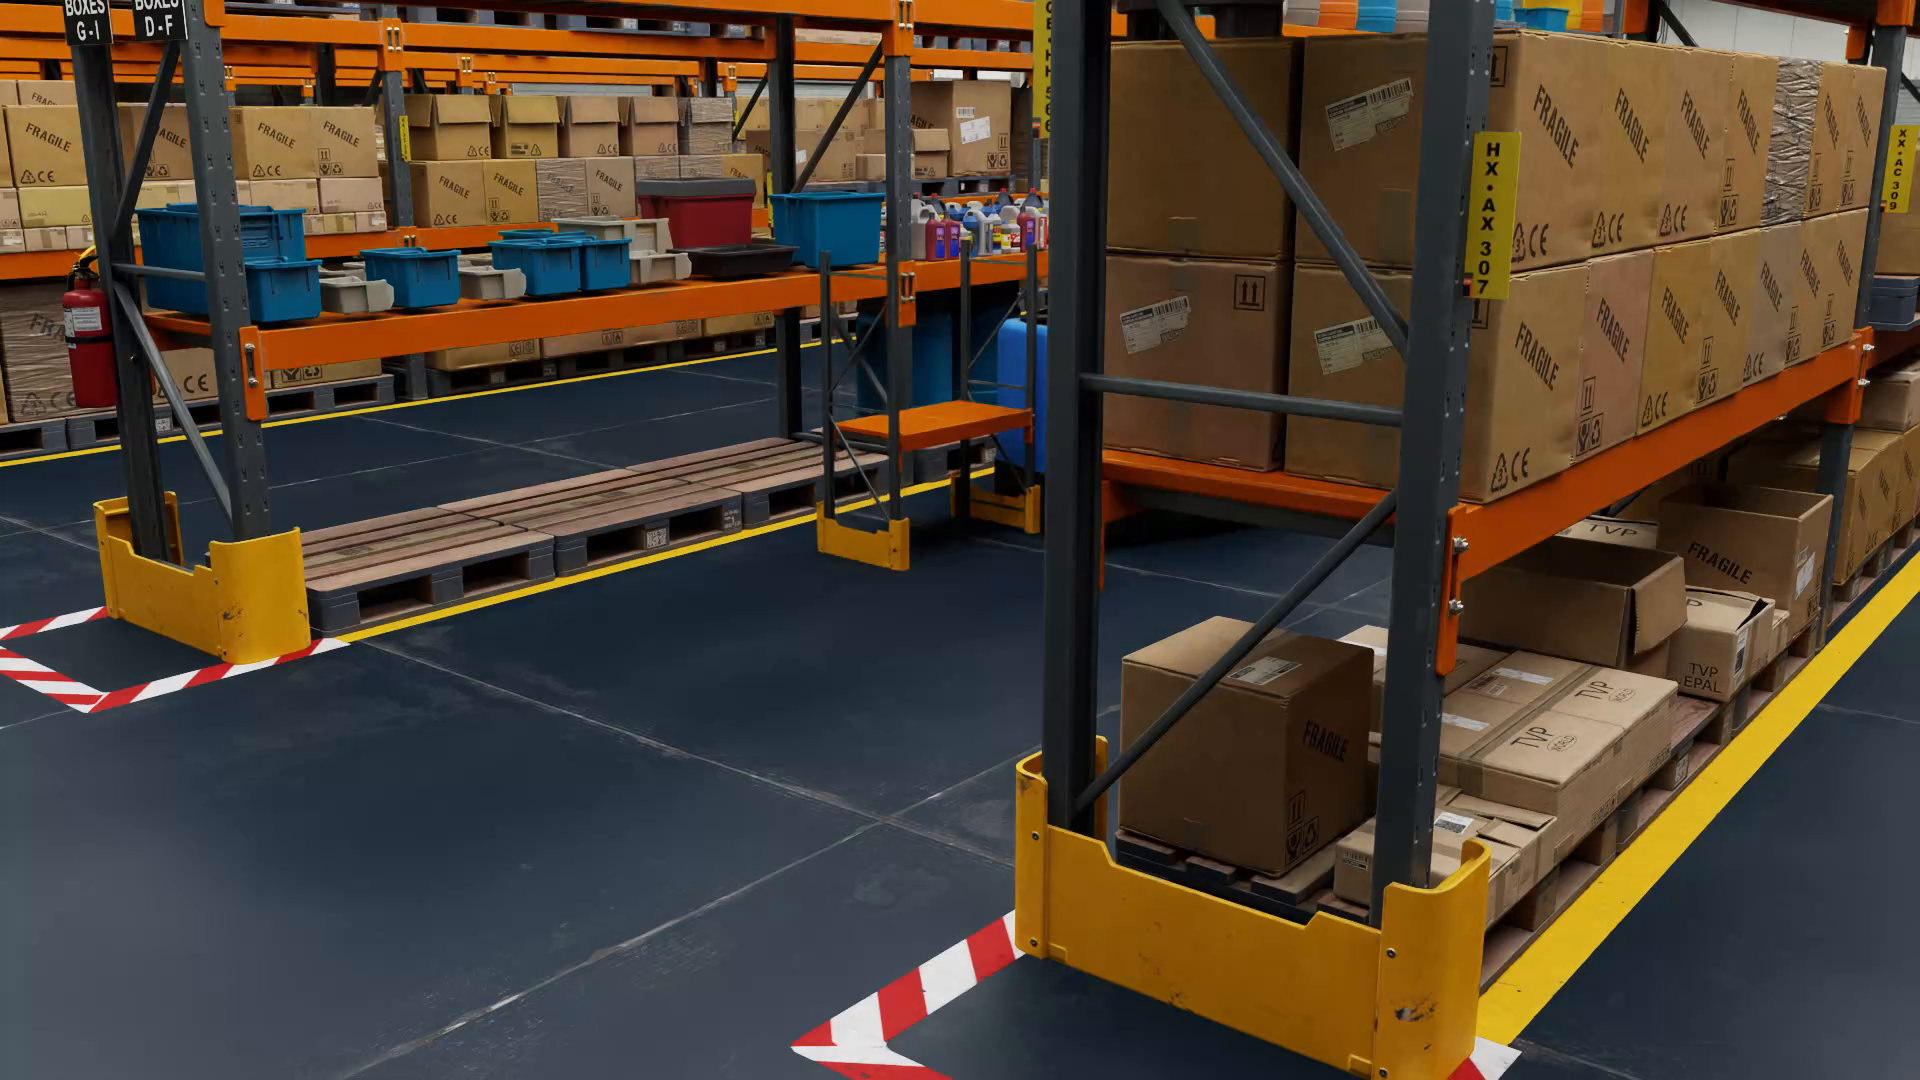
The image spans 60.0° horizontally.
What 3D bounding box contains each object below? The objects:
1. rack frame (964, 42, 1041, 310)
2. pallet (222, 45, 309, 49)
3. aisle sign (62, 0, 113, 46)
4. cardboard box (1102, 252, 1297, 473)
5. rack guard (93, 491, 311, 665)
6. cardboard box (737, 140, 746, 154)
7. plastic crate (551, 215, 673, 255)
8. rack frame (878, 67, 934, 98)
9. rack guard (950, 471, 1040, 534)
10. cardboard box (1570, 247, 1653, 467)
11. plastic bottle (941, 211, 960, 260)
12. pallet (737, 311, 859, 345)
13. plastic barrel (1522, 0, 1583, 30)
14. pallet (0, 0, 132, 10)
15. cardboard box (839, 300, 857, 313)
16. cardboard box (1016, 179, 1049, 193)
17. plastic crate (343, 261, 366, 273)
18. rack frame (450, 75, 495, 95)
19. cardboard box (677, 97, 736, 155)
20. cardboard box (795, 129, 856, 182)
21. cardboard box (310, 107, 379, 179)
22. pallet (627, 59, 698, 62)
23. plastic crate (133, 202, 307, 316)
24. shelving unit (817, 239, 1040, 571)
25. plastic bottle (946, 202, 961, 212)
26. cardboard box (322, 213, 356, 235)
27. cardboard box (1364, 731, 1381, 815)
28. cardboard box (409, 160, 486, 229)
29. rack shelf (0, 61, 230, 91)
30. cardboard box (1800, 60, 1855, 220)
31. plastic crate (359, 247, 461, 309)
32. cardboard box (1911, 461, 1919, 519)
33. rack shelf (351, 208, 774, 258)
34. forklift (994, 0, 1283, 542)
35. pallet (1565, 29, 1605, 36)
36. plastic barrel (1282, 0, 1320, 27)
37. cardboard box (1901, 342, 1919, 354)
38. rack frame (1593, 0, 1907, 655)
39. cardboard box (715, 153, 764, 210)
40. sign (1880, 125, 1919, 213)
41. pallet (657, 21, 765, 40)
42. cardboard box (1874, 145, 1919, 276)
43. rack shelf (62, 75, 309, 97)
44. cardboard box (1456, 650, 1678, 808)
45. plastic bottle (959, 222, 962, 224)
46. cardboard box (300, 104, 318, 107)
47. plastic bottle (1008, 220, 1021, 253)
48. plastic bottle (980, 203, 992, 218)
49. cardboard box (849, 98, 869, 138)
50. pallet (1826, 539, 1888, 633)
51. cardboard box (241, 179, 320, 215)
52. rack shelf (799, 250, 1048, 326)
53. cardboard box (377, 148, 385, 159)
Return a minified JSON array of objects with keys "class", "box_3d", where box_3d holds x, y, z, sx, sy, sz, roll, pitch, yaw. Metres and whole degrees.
[{"class":"rack frame","box_3d":[0.472,-4.141,18.833,1.000,3.000,0.127,11,18,38]},{"class":"pallet","box_3d":[-7.230,-5.060,16.738,1.213,0.211,1.003,11,18,38]},{"class":"aisle sign","box_3d":[-3.490,-2.368,6.574,0.394,0.787,0.004,11,18,38]},{"class":"cardboard box","box_3d":[0.703,-0.486,4.241,0.500,0.500,0.500,12,19,39]},{"class":"rack guard","box_3d":[-3.222,0.141,7.052,1.175,0.500,0.348,11,18,38]},{"class":"cardboard box","box_3d":[-3.099,-5.074,22.198,0.875,0.550,0.550,11,18,38]},{"class":"plastic crate","box_3d":[-1.806,-1.551,8.753,0.437,0.282,0.530,11,18,38]},{"class":"rack frame","box_3d":[-0.808,-5.694,24.946,1.000,3.000,0.127,11,18,38]},{"class":"rack guard","box_3d":[0.185,-0.205,8.923,0.587,0.250,0.087,13,19,40]},{"class":"cardboard box","box_3d":[1.437,-0.502,4.303,0.500,0.500,0.500,11,18,37]},{"class":"plastic bottle","box_3d":[-0.057,-1.816,9.917,0.061,0.283,0.133,11,18,38]},{"class":"pallet","box_3d":[-1.549,-2.173,16.749,1.003,0.211,1.213,11,18,38]},{"class":"plastic barrel","box_3d":[6.221,-5.652,17.450,0.600,0.588,0.600,0,14,0]},{"class":"pallet","box_3d":[-5.845,-3.633,10.918,1.003,0.211,1.213,11,18,38]},{"class":"cardboard box","box_3d":[-1.297,-2.617,17.015,0.700,0.500,0.500,9,17,33]},{"class":"cardboard box","box_3d":[0.841,-4.014,18.843,0.380,0.149,0.250,11,18,38]},{"class":"plastic crate","box_3d":[-2.652,-1.216,7.730,0.396,0.136,0.243,11,18,38]},{"class":"rack frame","box_3d":[-7.236,-5.675,24.870,1.000,3.000,0.127,11,18,38]},{"class":"cardboard box","box_3d":[-2.514,-3.773,15.141,0.797,0.503,0.637,12,19,39]},{"class":"cardboard box","box_3d":[-1.460,-3.859,16.667,0.500,0.500,0.700,-13,19,-41]},{"class":"cardboard box","box_3d":[-4.637,-2.915,12.182,0.500,0.500,0.500,12,19,39]},{"class":"pallet","box_3d":[-3.860,-6.106,20.864,0.805,0.209,1.217,10,18,35]},{"class":"plastic crate","box_3d":[-3.152,-1.216,7.124,0.616,0.435,0.499,11,18,38]},{"class":"shelving unit","box_3d":[-0.148,-0.720,8.411,0.587,1.500,1.083,13,19,40]},{"class":"plastic bottle","box_3d":[-0.076,-2.101,11.051,0.152,0.276,0.135,11,18,38]},{"class":"cardboard box","box_3d":[-4.655,-2.329,12.209,0.380,0.149,0.250,12,18,39]},{"class":"cardboard box","box_3d":[1.108,0.644,4.855,0.380,0.166,0.250,11,18,38]},{"class":"cardboard box","box_3d":[-4.072,-2.707,12.984,0.500,0.500,0.500,11,18,38]},{"class":"rack shelf","box_3d":[-11.007,-5.631,20.066,1.077,0.370,4.000,11,18,38]},{"class":"cardboard box","box_3d":[2.711,-1.373,5.703,0.500,0.500,0.500,11,18,36]},{"class":"plastic crate","box_3d":[-2.392,-1.147,7.265,0.416,0.233,0.300,11,18,38]},{"class":"cardboard box","box_3d":[4.605,-0.427,8.397,0.500,0.500,0.500,10,18,35]},{"class":"rack shelf","box_3d":[-3.299,-2.644,14.399,1.077,0.370,4.000,11,18,38]},{"class":"forklift","box_3d":[1.706,-1.665,9.225,3.031,2.935,1.130,-9,17,-31]},{"class":"pallet","box_3d":[6.243,-5.360,17.921,1.003,0.211,1.213,11,18,38]},{"class":"plastic barrel","box_3d":[2.496,-4.429,12.856,0.600,0.901,0.600,0,14,0]},{"class":"cardboard box","box_3d":[5.224,-0.980,9.049,0.500,0.250,0.500,12,19,40]},{"class":"rack frame","box_3d":[3.147,-1.076,6.765,1.000,3.000,0.127,11,18,38]},{"class":"cardboard box","box_3d":[-2.159,-3.291,15.282,0.500,0.500,0.500,12,19,39]},{"class":"sign","box_3d":[3.574,-1.413,6.334,0.100,0.325,0.005,11,18,38]},{"class":"pallet","box_3d":[-2.405,-4.606,14.954,1.213,0.211,1.003,12,19,40]},{"class":"cardboard box","box_3d":[3.619,-1.384,6.922,0.700,0.500,0.500,5,15,19]},{"class":"rack shelf","box_3d":[-12.356,-7.165,26.102,1.077,0.370,4.000,11,18,38]},{"class":"cardboard box","box_3d":[1.824,0.558,5.025,0.500,0.250,0.500,11,18,38]},{"class":"plastic bottle","box_3d":[0.005,-1.862,10.264,0.097,0.201,0.097,0,14,0]},{"class":"cardboard box","box_3d":[-8.941,-5.976,23.079,0.380,0.149,0.250,10,17,35]},{"class":"plastic bottle","box_3d":[0.330,-1.902,10.420,0.097,0.201,0.097,0,14,0]},{"class":"plastic bottle","box_3d":[0.179,-2.127,11.165,0.097,0.271,0.097,0,14,0]},{"class":"cardboard box","box_3d":[-1.803,-6.020,23.728,0.875,0.550,0.550,11,18,38]},{"class":"pallet","box_3d":[3.629,0.114,7.745,1.003,0.211,1.213,11,18,38]},{"class":"cardboard box","box_3d":[-4.952,-2.456,11.900,0.500,0.250,0.500,12,19,39]},{"class":"rack shelf","box_3d":[0.554,-1.877,11.381,1.077,0.370,4.000,11,18,38]},{"class":"cardboard box","box_3d":[-6.280,-4.073,17.618,0.380,0.149,0.250,11,18,38]}]
